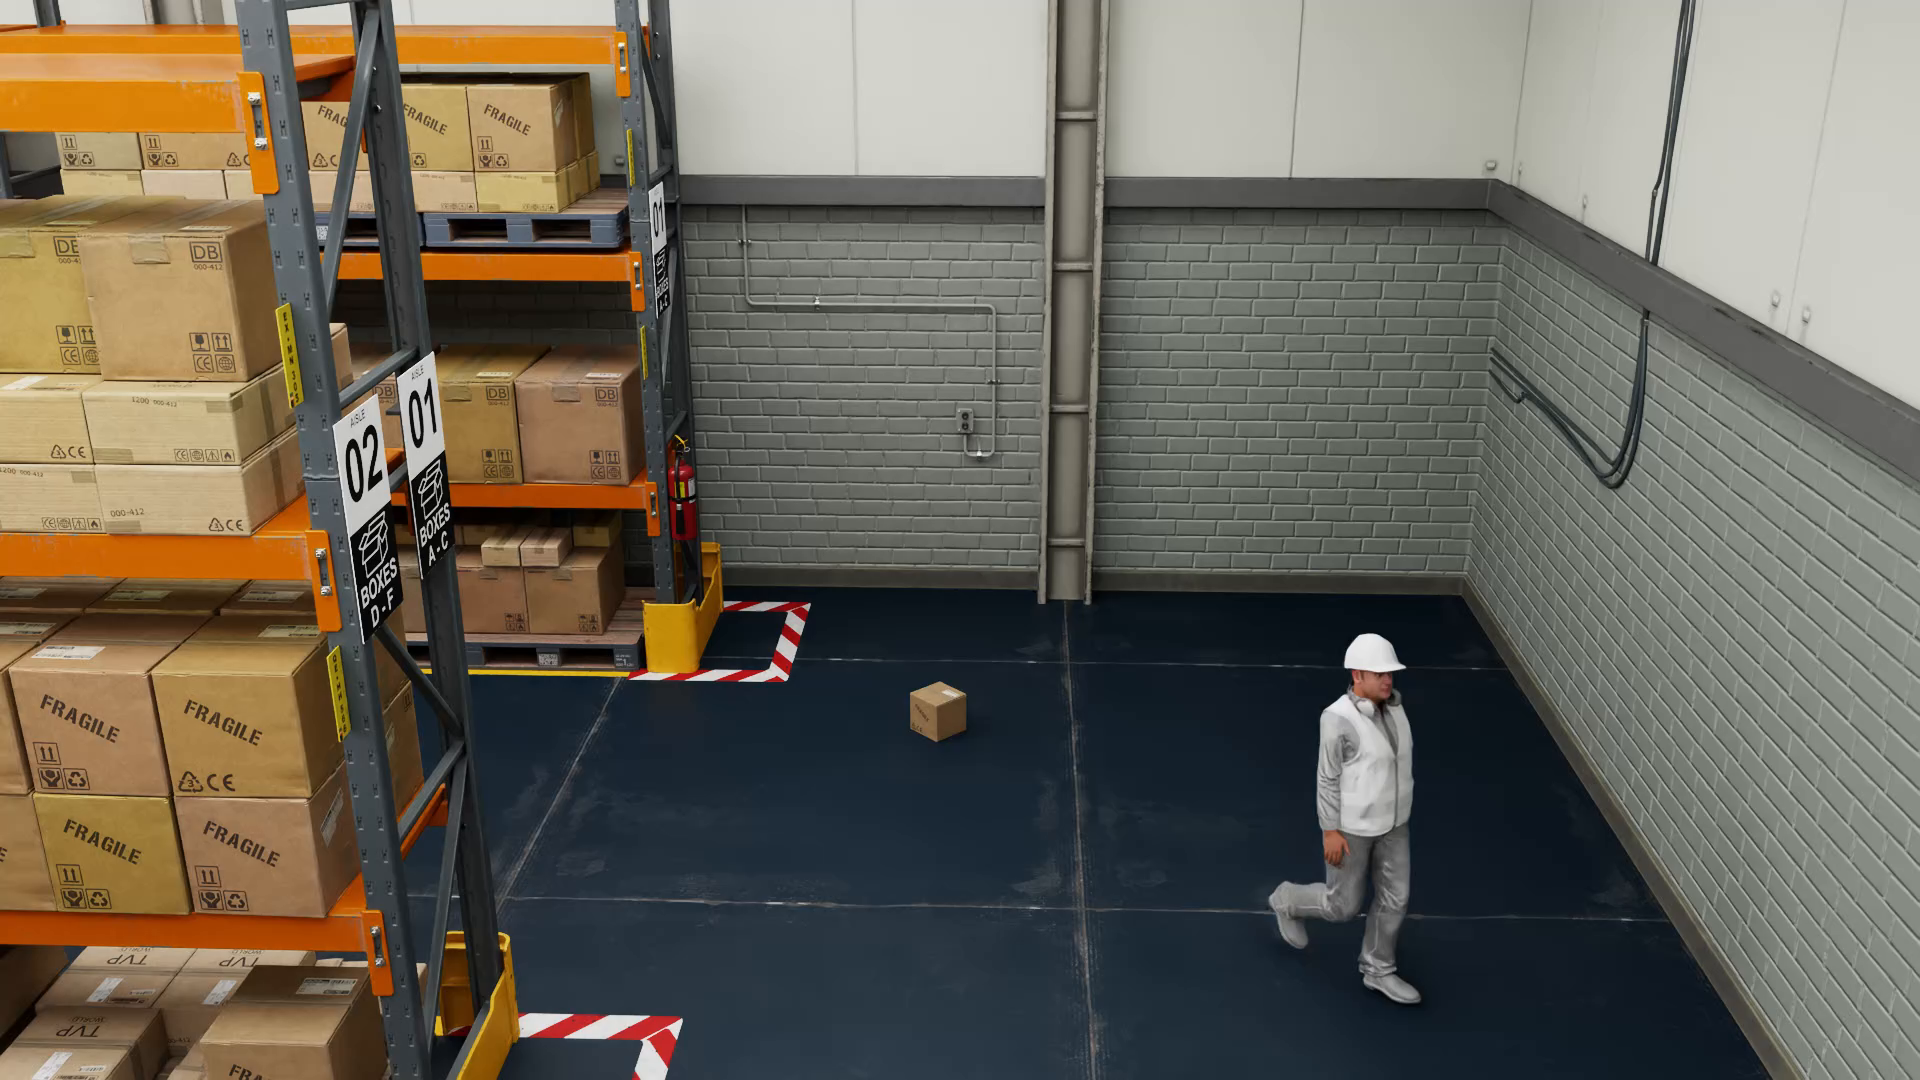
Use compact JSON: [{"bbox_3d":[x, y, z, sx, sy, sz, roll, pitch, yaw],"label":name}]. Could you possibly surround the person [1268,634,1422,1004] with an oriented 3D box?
[{"bbox_3d":[1.831,1.258,7.678,0.543,1.750,0.803,-14,25,-33],"label":"person"}]
